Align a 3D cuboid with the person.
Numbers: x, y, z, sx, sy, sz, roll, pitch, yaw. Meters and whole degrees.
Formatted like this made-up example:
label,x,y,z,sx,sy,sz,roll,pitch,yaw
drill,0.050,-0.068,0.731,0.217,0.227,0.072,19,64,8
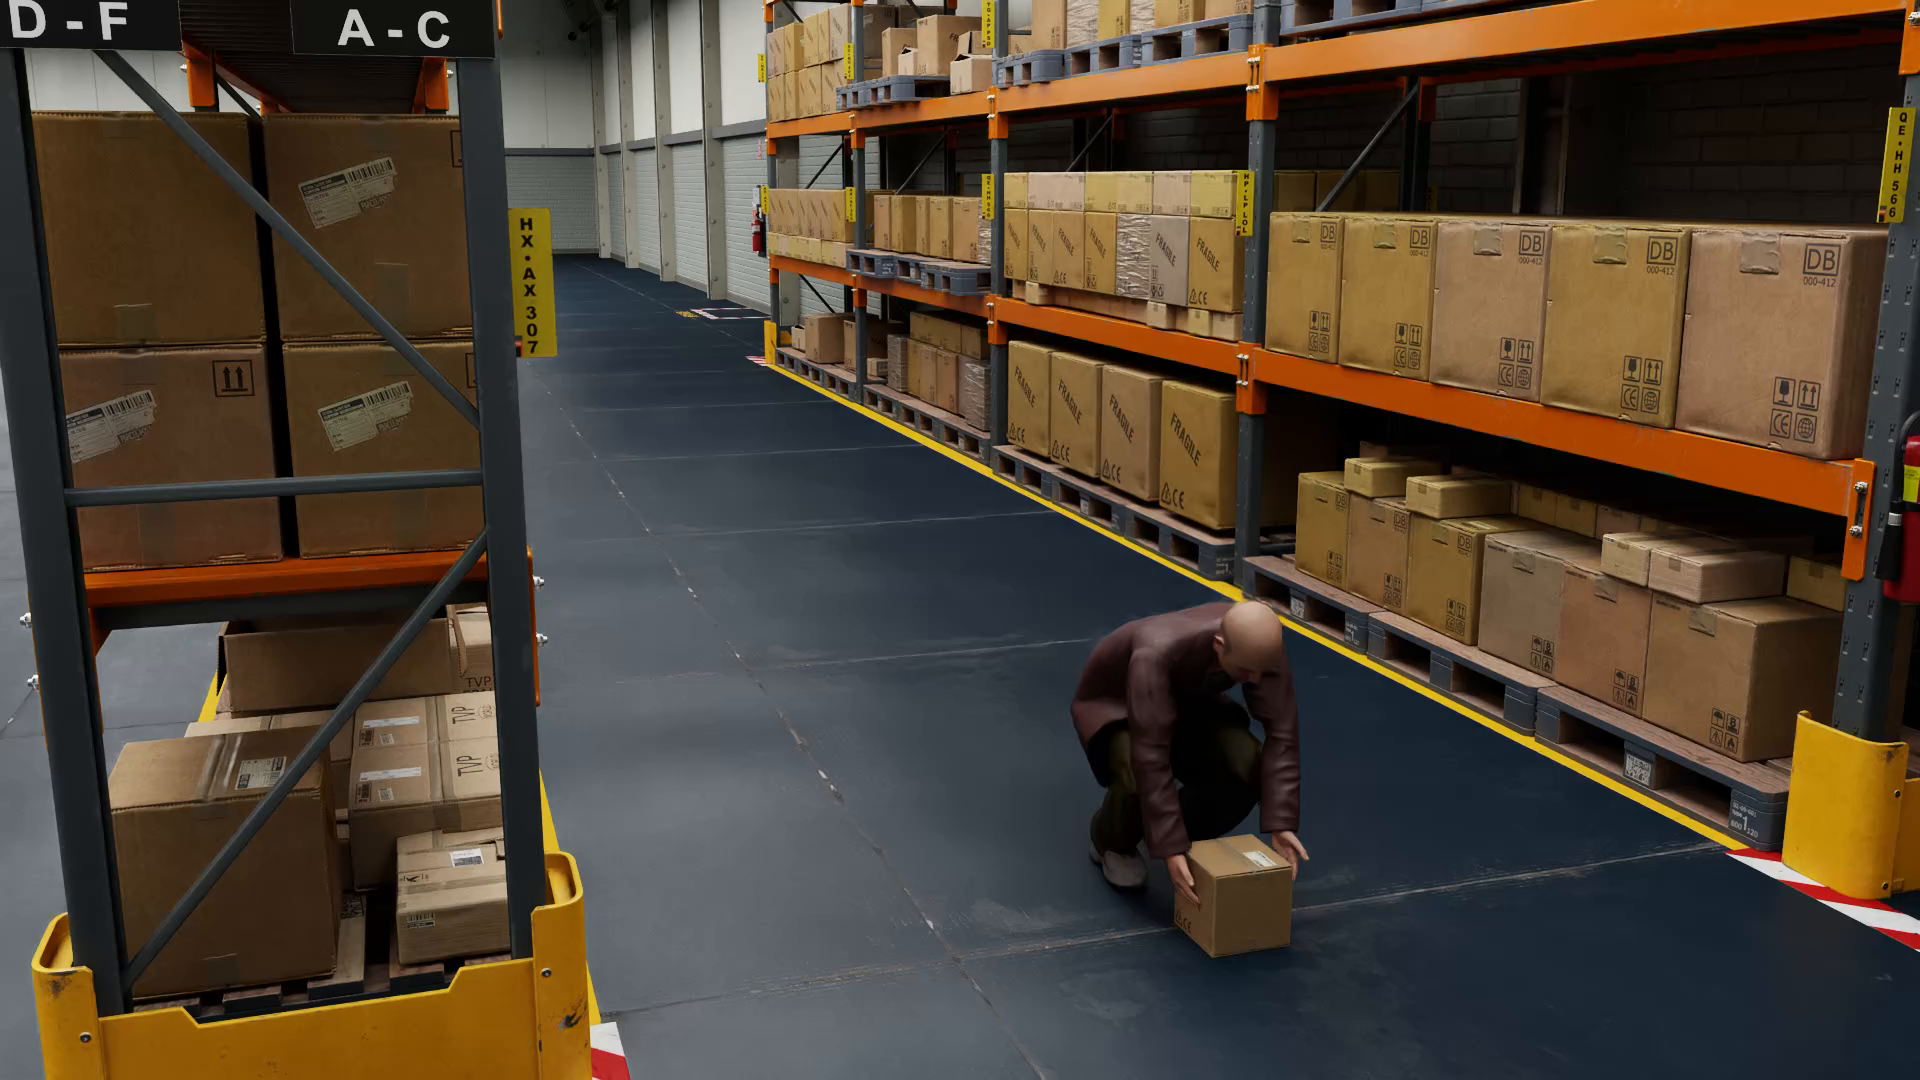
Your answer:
label,x,y,z,sx,sy,sz,roll,pitch,yaw
person,0.691,0.597,5.123,0.609,0.982,0.903,-4,13,-18
